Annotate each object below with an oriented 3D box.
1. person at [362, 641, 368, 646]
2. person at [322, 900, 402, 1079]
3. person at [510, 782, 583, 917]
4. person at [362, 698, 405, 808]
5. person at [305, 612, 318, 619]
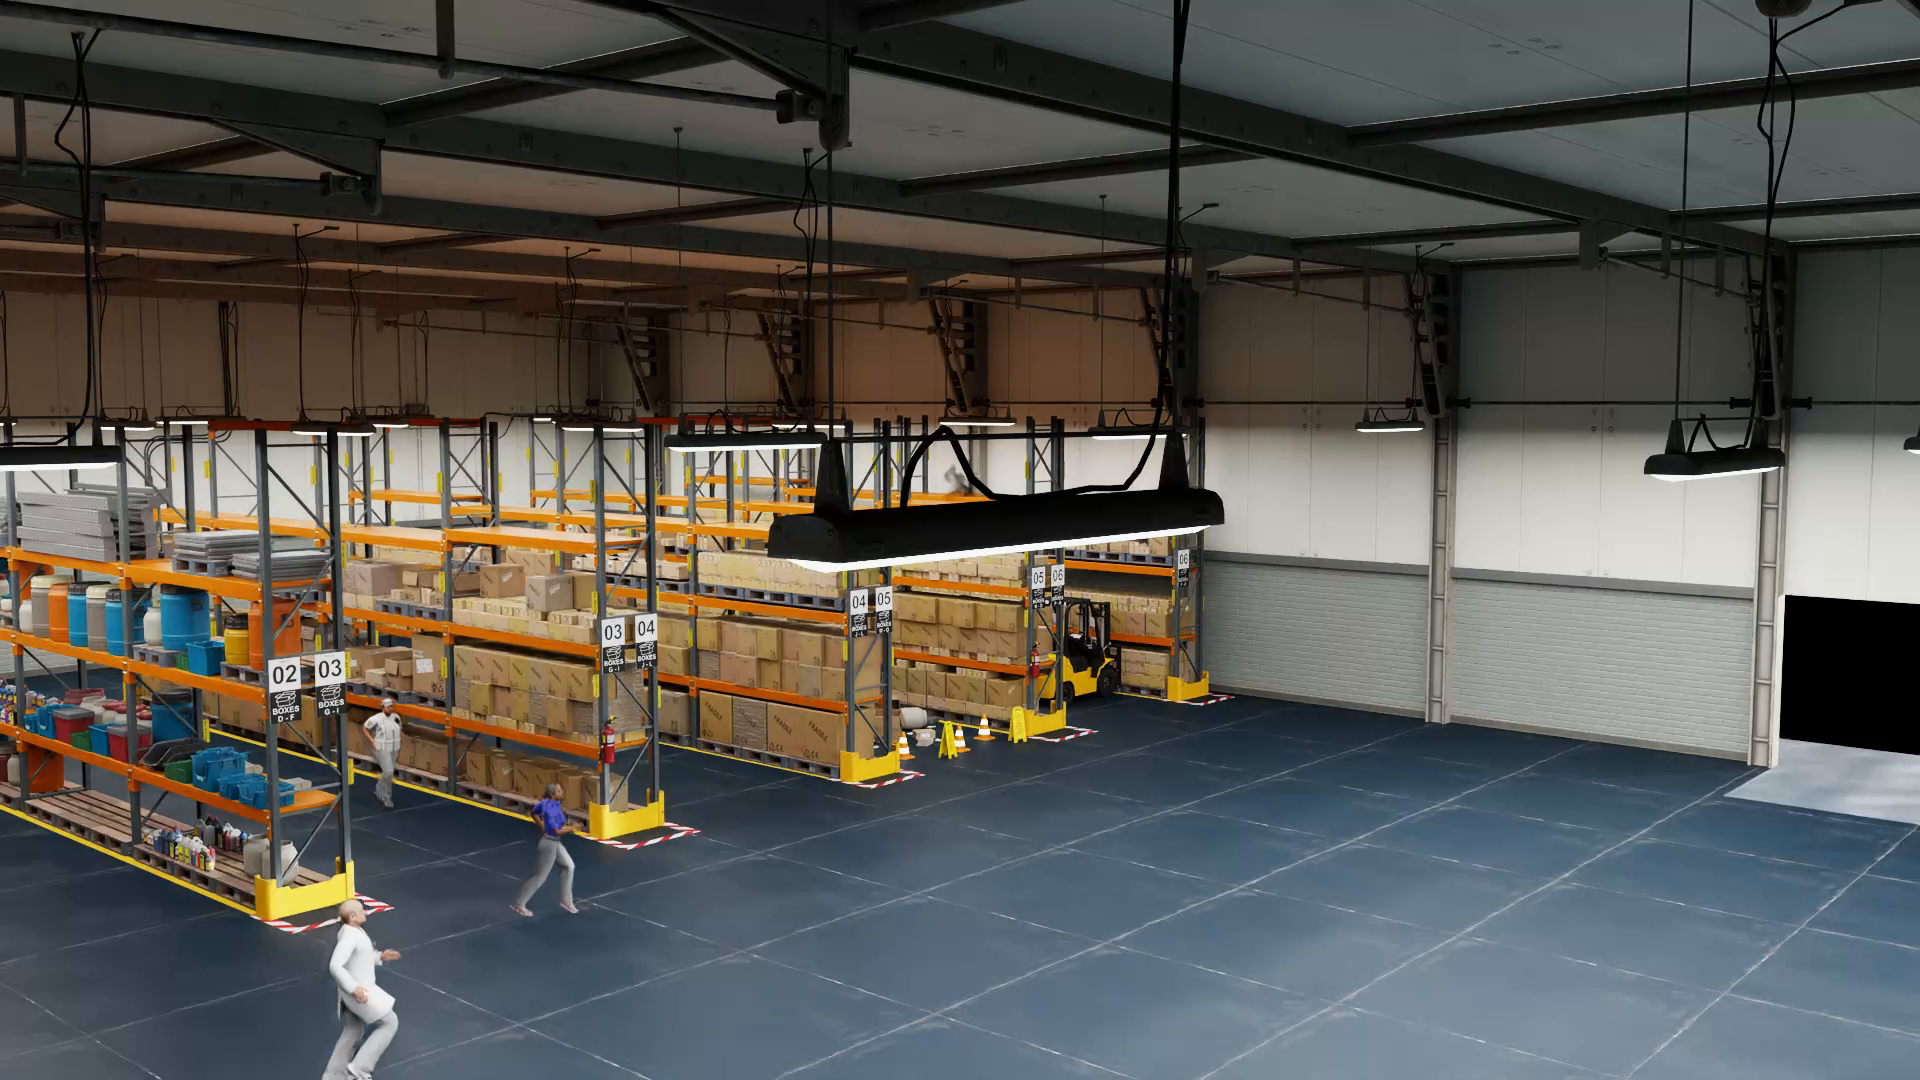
[{"bbox_3d":[-11.793,2.790,33.005,0.587,1.617,0.568,3,6,32],"label":"person"},{"bbox_3d":[-5.500,4.178,15.281,0.748,1.783,0.683,-3,6,-33],"label":"person"},{"bbox_3d":[-5.080,3.821,20.425,0.892,1.692,0.586,-1,5,-15],"label":"person"},{"bbox_3d":[-9.019,3.342,26.164,0.752,1.728,0.584,3,6,34],"label":"person"},{"bbox_3d":[-14.643,2.433,37.097,0.811,1.652,0.541,-3,6,-32],"label":"person"}]
